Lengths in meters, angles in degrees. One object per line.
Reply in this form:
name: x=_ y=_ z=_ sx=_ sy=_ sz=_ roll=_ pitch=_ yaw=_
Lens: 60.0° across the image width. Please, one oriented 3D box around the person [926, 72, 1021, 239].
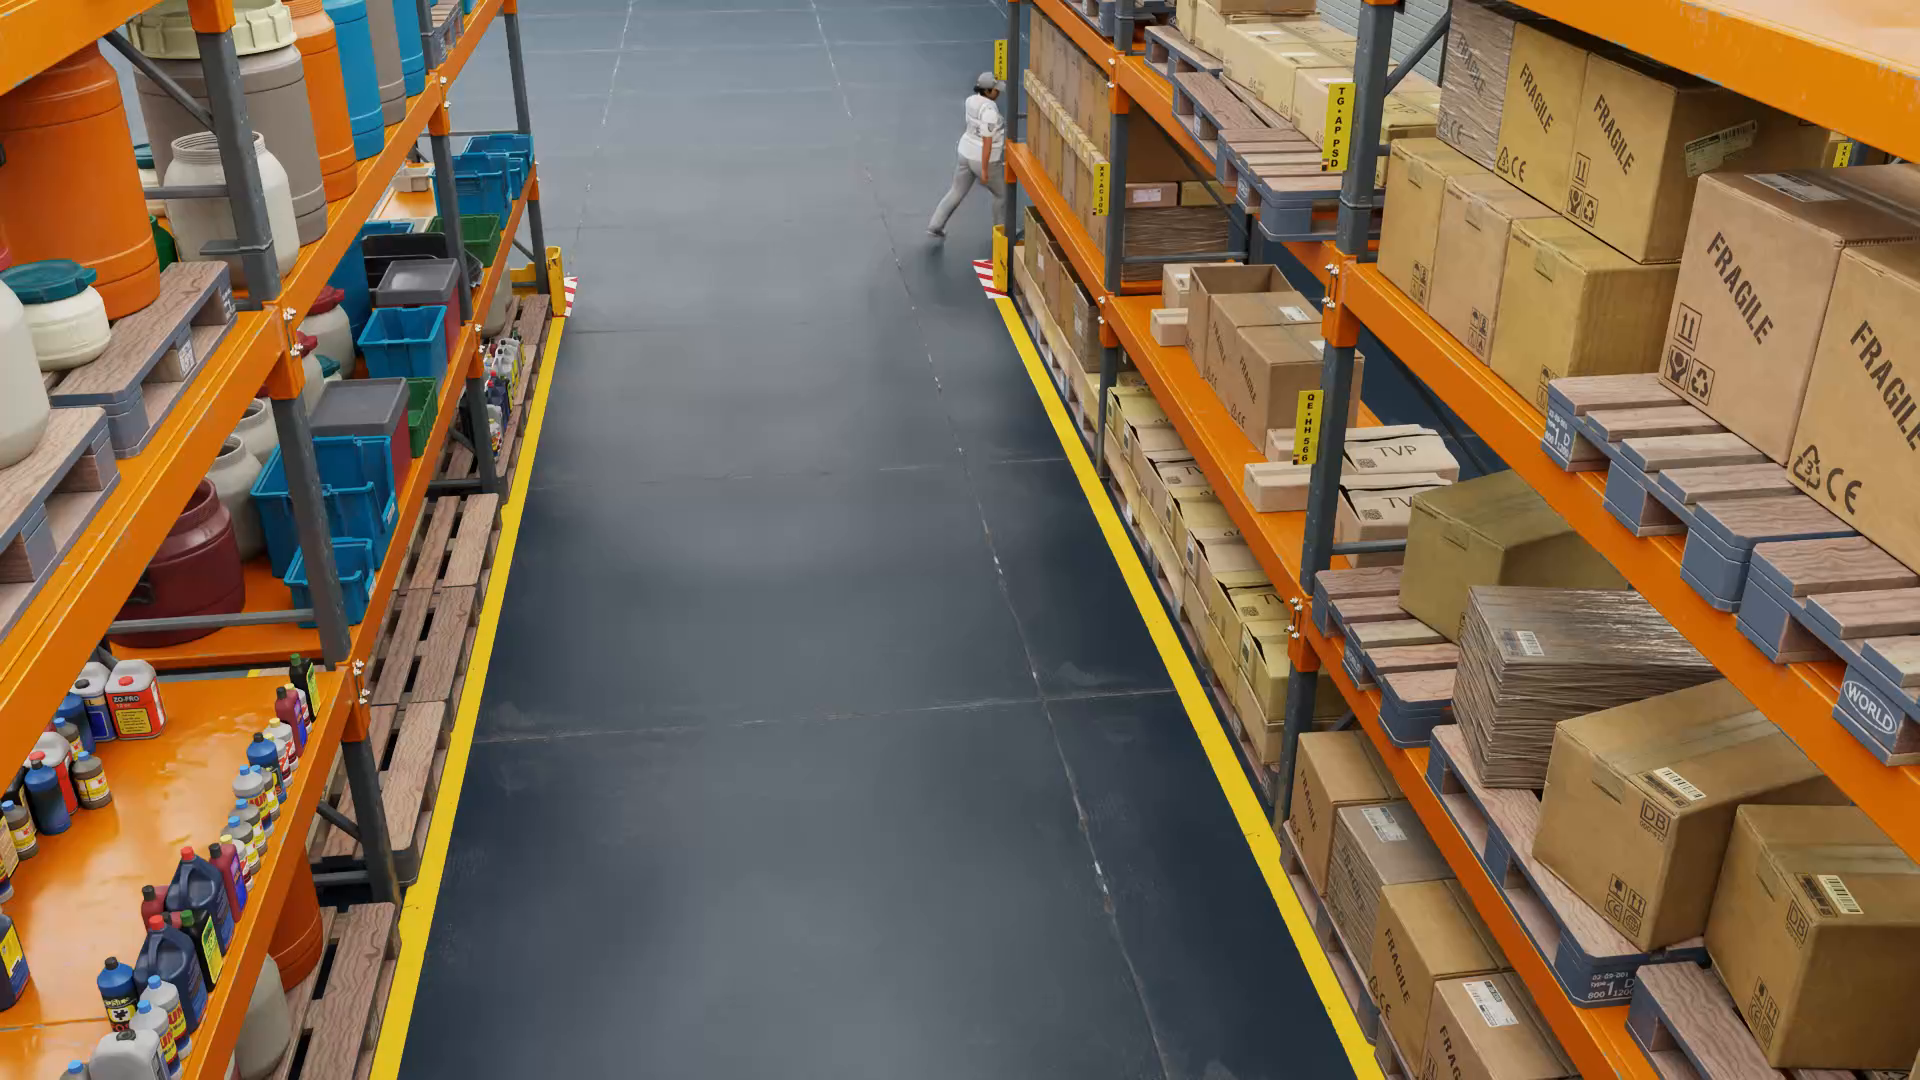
person: x=0.164 y=-3.560 z=15.532 sx=0.965 sy=1.612 sz=0.538 roll=-17 pitch=32 yaw=-29
